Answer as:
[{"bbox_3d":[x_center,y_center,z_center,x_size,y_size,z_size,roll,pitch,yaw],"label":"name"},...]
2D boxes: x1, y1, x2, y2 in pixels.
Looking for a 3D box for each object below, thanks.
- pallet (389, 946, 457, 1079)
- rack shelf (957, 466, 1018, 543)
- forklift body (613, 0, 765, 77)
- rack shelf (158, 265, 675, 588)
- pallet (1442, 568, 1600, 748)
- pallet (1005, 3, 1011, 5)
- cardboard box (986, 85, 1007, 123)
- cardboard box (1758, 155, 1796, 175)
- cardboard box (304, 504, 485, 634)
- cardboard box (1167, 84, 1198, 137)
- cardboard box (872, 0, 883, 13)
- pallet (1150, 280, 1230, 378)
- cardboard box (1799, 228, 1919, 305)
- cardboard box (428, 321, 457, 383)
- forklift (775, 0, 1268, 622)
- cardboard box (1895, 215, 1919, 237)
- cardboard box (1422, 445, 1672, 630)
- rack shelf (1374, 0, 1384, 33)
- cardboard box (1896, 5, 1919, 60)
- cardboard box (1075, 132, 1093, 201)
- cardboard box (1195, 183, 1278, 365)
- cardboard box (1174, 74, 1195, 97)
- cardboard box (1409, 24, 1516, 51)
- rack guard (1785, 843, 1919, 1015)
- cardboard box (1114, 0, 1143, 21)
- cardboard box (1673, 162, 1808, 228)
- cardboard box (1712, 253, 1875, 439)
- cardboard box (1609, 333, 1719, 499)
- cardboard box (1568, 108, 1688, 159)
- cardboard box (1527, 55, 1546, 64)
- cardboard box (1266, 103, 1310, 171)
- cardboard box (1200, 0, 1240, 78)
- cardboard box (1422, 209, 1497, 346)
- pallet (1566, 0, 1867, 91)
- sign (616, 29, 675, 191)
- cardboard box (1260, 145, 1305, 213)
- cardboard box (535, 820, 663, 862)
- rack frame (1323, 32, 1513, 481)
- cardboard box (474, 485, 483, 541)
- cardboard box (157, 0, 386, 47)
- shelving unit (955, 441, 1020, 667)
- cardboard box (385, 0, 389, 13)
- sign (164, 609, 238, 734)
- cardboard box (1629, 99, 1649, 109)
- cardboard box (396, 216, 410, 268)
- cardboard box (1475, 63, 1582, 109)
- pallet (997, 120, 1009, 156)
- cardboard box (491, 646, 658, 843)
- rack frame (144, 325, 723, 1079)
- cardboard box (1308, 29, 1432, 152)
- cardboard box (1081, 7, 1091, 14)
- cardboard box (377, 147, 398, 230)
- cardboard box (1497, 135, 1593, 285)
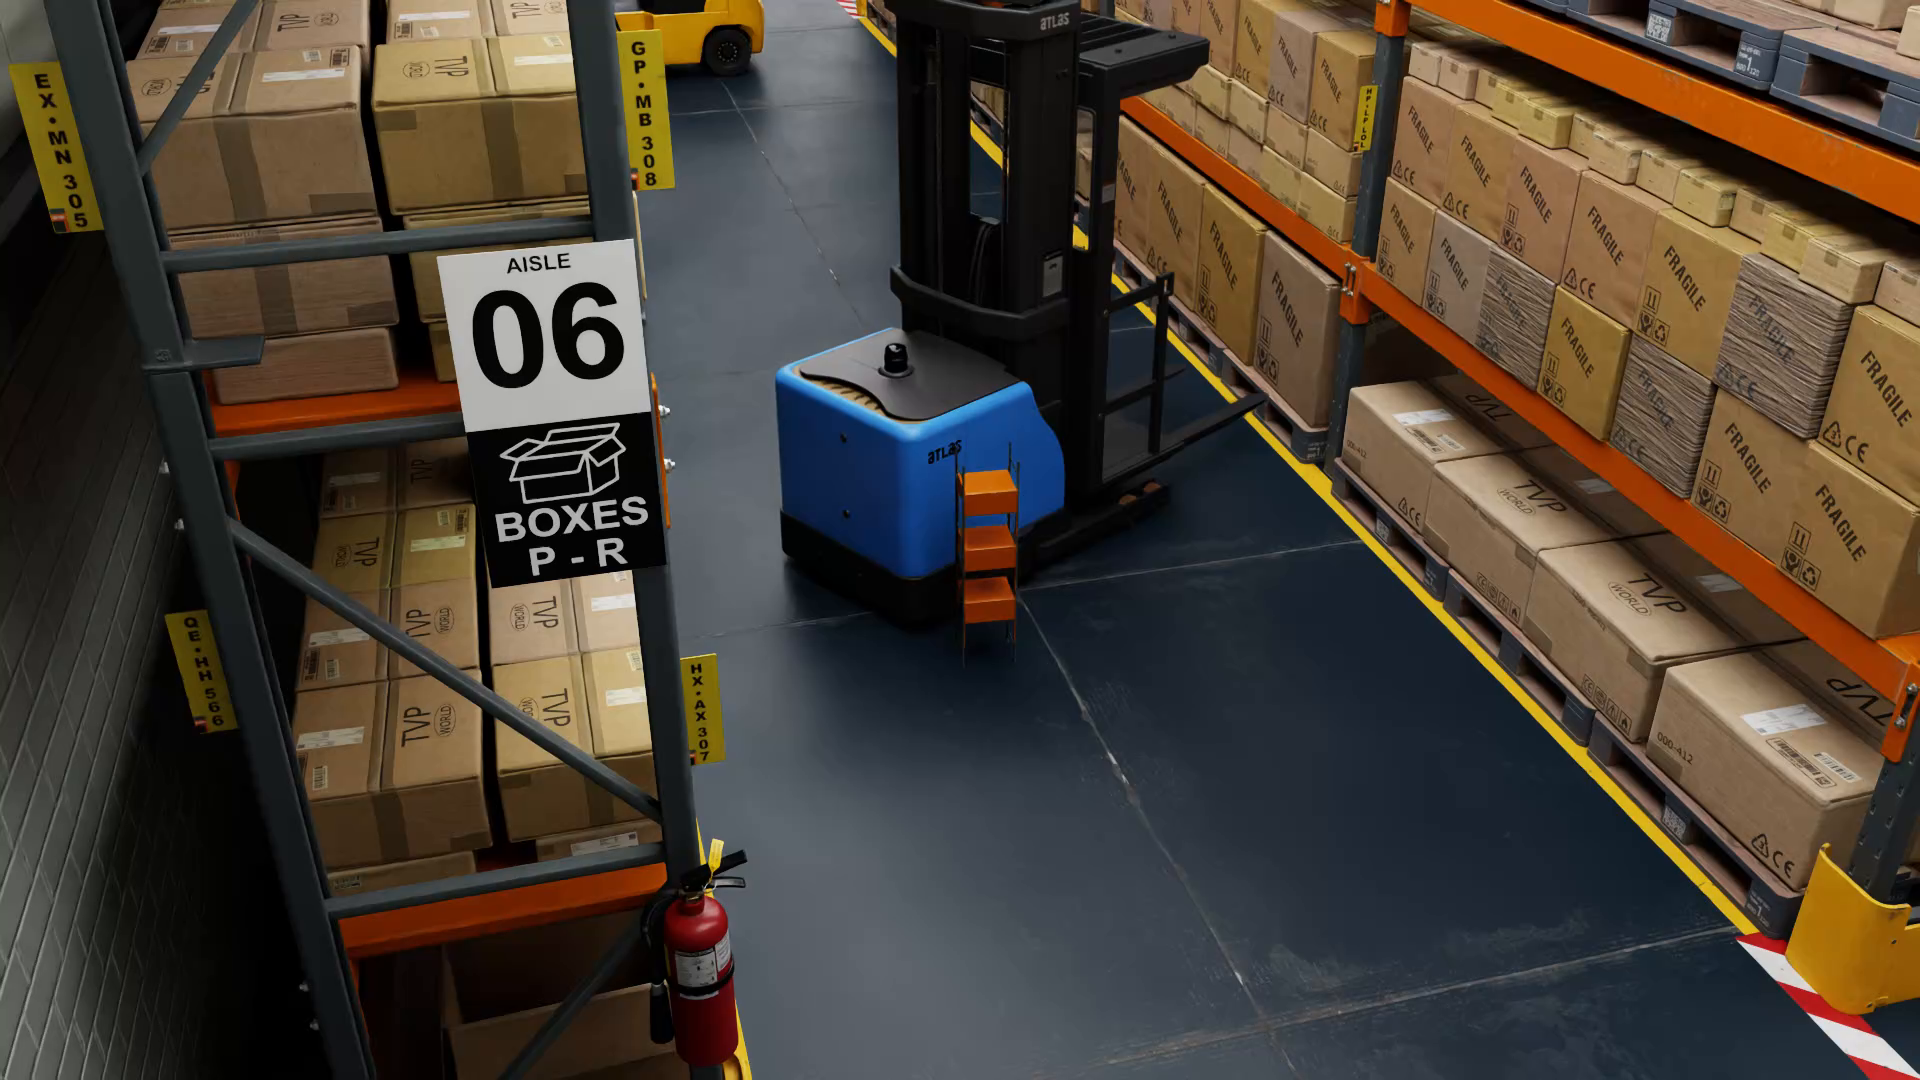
[{"bbox_3d":[-1.402,1.659,5.673,1.003,0.211,1.213,-8,31,-13],"label":"pallet"},{"bbox_3d":[0.119,-0.161,7.435,0.240,0.259,0.215,-5,30,-9],"label":"rack shelf"},{"bbox_3d":[-3.154,-5.813,16.647,2.313,2.155,1.214,-8,31,-13],"label":"forklift body"},{"bbox_3d":[-1.701,-1.079,5.344,1.077,0.370,4.000,-8,31,-13],"label":"rack shelf"},{"bbox_3d":[3.007,0.455,7.754,1.003,0.211,1.213,-8,31,-13],"label":"pallet"},{"bbox_3d":[0.927,-4.520,13.756,1.003,0.211,1.213,-8,31,-13],"label":"pallet"},{"bbox_3d":[0.766,-4.029,14.920,0.950,0.372,0.625,-6,31,-10],"label":"cardboard box"},{"bbox_3d":[3.417,-1.508,6.615,0.380,0.149,0.250,-9,31,-14],"label":"cardboard box"},{"bbox_3d":[-1.810,0.134,5.377,0.500,0.250,0.500,-7,31,-12],"label":"cardboard box"},{"bbox_3d":[1.666,-2.817,10.773,0.500,0.250,0.500,-7,31,-12],"label":"cardboard box"},{"bbox_3d":[-0.684,-6.081,18.588,0.500,0.250,0.500,-8,31,-14],"label":"cardboard box"},{"bbox_3d":[1.948,-1.466,11.072,1.003,0.211,1.213,-8,31,-13],"label":"pallet"},{"bbox_3d":[3.086,-0.925,5.608,0.380,0.149,0.250,-8,31,-14],"label":"cardboard box"},{"bbox_3d":[-1.030,-0.501,3.877,0.380,0.149,0.250,-7,31,-12],"label":"cardboard box"},{"bbox_3d":[0.495,-1.510,8.433,3.031,2.935,1.130,-26,39,-37],"label":"forklift"},{"bbox_3d":[3.604,-1.136,5.973,0.380,0.149,0.250,-9,31,-15],"label":"cardboard box"},{"bbox_3d":[2.855,-0.043,7.969,0.875,0.438,0.875,-9,31,-15],"label":"cardboard box"},{"bbox_3d":[2.022,-3.673,9.825,1.077,0.370,4.000,-8,31,-13],"label":"rack shelf"},{"bbox_3d":[3.220,-1.600,5.257,0.380,0.149,0.250,-10,32,-17],"label":"cardboard box"},{"bbox_3d":[1.351,-2.971,13.092,0.950,0.372,0.625,-10,32,-17],"label":"cardboard box"},{"bbox_3d":[2.064,-1.706,10.405,0.875,0.875,0.875,-7,31,-12],"label":"cardboard box"},{"bbox_3d":[1.644,-3.034,10.648,0.500,0.250,0.500,-8,31,-13],"label":"cardboard box"},{"bbox_3d":[2.714,-2.447,8.885,0.500,0.500,0.500,-7,31,-13],"label":"cardboard box"},{"bbox_3d":[3.621,1.305,5.996,1.175,0.500,0.348,-8,31,-13],"label":"rack guard"},{"bbox_3d":[1.387,-3.857,11.322,0.500,0.500,0.500,-9,31,-15],"label":"cardboard box"},{"bbox_3d":[2.935,-1.301,6.257,0.380,0.149,0.250,-7,31,-12],"label":"cardboard box"},{"bbox_3d":[3.090,-0.714,5.891,0.500,0.500,0.500,-8,31,-13],"label":"cardboard box"},{"bbox_3d":[2.967,-0.521,6.556,0.500,0.500,0.500,-7,31,-12],"label":"cardboard box"},{"bbox_3d":[2.774,-1.680,6.912,0.380,0.149,0.250,-8,31,-13],"label":"cardboard box"},{"bbox_3d":[2.907,-2.229,7.861,0.380,0.149,0.250,-7,31,-12],"label":"cardboard box"},{"bbox_3d":[2.062,-2.293,9.367,0.500,0.250,0.500,-7,31,-12],"label":"cardboard box"},{"bbox_3d":[1.781,-3.123,10.053,0.500,0.500,0.500,-7,31,-12],"label":"cardboard box"},{"bbox_3d":[2.555,-1.258,7.830,0.500,0.500,0.500,-8,31,-13],"label":"cardboard box"},{"bbox_3d":[3.080,-1.995,6.297,1.003,0.211,1.213,-8,31,-13],"label":"pallet"},{"bbox_3d":[-0.647,-0.875,3.401,0.100,0.325,0.005,-8,31,-13],"label":"sign"},{"bbox_3d":[2.057,-2.084,9.507,0.500,0.250,0.500,-8,31,-14],"label":"cardboard box"},{"bbox_3d":[-0.993,0.787,4.647,0.380,0.149,0.250,-8,31,-14],"label":"cardboard box"},{"bbox_3d":[2.553,-1.720,8.727,1.000,3.000,0.127,-8,31,-13],"label":"rack frame"},{"bbox_3d":[-1.458,-0.177,5.915,0.500,0.250,0.500,-9,31,-15],"label":"cardboard box"},{"bbox_3d":[-1.841,-1.381,4.501,0.500,0.250,0.500,-8,31,-13],"label":"cardboard box"},{"bbox_3d":[0.119,0.075,7.572,0.252,1.050,0.215,-5,30,-9],"label":"shelving unit"},{"bbox_3d":[-1.309,-1.441,4.605,0.500,0.250,0.500,-8,31,-14],"label":"cardboard box"},{"bbox_3d":[-1.710,0.300,3.766,0.100,0.325,0.005,-8,31,-13],"label":"sign"},{"bbox_3d":[3.150,-1.871,7.243,0.380,0.149,0.250,-8,31,-14],"label":"cardboard box"},{"bbox_3d":[-1.675,-0.819,4.427,0.380,0.149,0.250,-9,31,-15],"label":"cardboard box"},{"bbox_3d":[2.579,-2.050,7.553,0.380,0.149,0.250,-8,31,-14],"label":"cardboard box"},{"bbox_3d":[0.965,-3.411,14.432,1.003,0.211,1.213,-8,31,-13],"label":"pallet"},{"bbox_3d":[-1.030,0.555,4.650,0.500,0.250,0.500,-8,31,-13],"label":"cardboard box"},{"bbox_3d":[-1.170,0.874,4.246,1.000,3.000,0.127,-8,31,-13],"label":"rack frame"},{"bbox_3d":[2.193,-2.379,8.767,0.500,0.500,0.500,-7,31,-12],"label":"cardboard box"},{"bbox_3d":[1.037,-3.972,12.450,0.380,0.149,0.250,-7,31,-13],"label":"cardboard box"},{"bbox_3d":[-1.698,-0.913,4.191,0.500,0.250,0.500,-8,31,-13],"label":"cardboard box"},{"bbox_3d":[2.699,-1.440,7.146,0.500,0.500,0.500,-7,31,-12],"label":"cardboard box"}]
